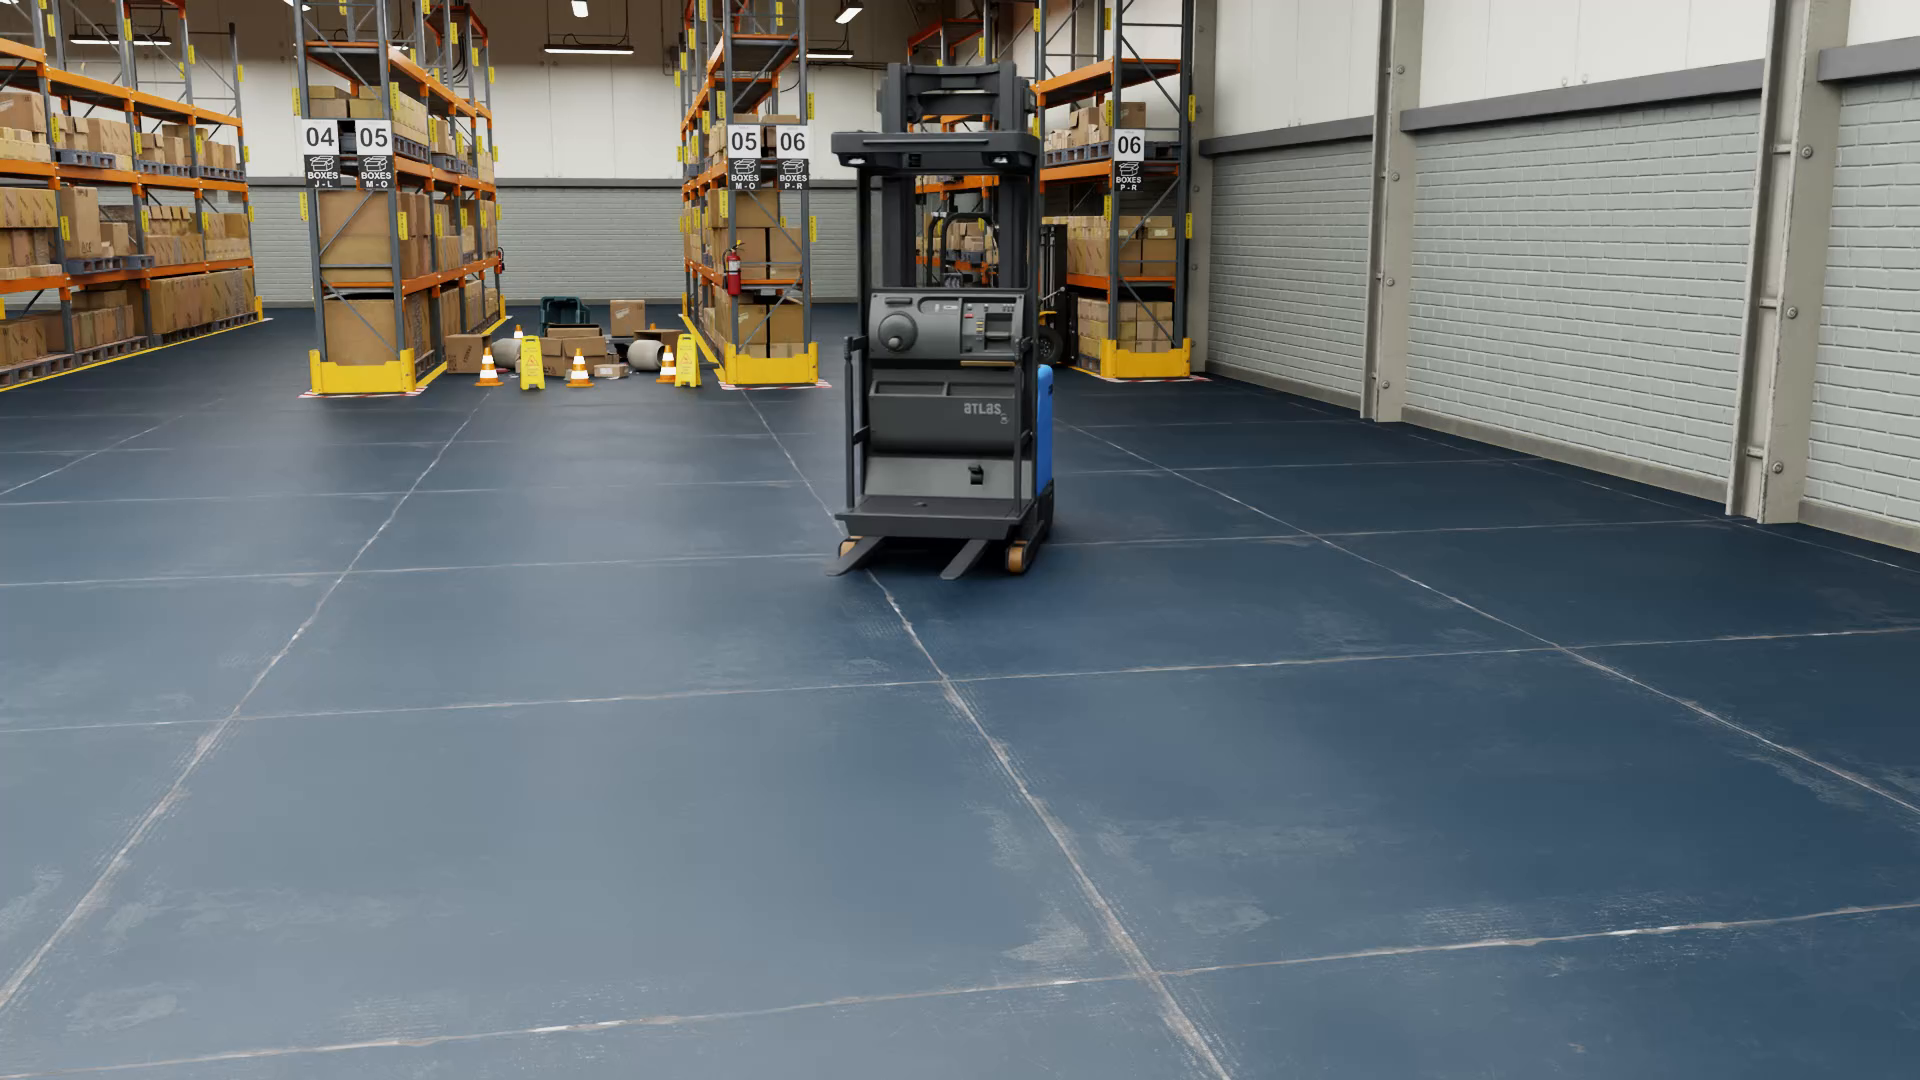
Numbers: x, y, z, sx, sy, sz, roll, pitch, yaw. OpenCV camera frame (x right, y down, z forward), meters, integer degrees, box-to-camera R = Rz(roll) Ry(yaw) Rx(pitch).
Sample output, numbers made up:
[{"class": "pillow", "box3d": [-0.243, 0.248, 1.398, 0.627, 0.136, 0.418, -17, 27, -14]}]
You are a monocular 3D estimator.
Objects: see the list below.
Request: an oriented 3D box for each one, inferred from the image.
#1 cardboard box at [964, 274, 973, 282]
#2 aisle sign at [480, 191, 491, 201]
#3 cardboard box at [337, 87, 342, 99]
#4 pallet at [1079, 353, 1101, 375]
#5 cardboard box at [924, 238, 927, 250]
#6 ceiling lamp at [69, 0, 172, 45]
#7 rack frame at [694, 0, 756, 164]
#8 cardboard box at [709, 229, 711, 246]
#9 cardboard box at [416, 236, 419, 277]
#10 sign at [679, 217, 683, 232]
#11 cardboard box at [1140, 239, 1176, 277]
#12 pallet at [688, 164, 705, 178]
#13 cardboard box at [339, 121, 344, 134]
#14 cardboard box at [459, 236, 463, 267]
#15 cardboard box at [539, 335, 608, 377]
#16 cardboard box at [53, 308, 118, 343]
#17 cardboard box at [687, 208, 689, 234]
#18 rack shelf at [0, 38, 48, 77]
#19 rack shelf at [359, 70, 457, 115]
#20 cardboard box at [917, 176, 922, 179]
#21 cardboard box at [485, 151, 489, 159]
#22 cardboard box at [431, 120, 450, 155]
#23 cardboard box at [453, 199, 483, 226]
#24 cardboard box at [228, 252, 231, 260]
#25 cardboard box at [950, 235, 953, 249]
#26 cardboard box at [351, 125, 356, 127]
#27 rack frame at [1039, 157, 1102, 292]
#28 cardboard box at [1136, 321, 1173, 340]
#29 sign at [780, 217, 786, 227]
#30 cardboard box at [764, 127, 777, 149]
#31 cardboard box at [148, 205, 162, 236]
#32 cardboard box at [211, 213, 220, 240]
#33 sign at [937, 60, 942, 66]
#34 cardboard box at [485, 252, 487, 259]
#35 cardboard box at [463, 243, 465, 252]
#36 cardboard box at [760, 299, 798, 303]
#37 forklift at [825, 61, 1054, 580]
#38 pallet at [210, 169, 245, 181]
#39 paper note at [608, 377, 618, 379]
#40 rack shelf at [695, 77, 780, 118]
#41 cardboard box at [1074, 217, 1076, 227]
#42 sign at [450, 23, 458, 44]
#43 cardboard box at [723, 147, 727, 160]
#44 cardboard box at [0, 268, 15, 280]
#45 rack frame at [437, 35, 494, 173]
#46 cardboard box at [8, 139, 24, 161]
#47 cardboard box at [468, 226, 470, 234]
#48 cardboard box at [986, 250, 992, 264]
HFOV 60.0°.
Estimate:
[{"class": "cardboard box", "box3d": [0.041, -5.189, 32.969, 0.380, 0.149, 0.250, -3, 11, -14]}, {"class": "aisle sign", "box3d": [-10.067, -7.523, 35.244, 0.394, 0.787, 0.004, -2, 11, -11]}, {"class": "cardboard box", "box3d": [-7.681, -5.379, 20.063, 0.380, 0.149, 0.250, -2, 11, -11]}, {"class": "pallet", "box3d": [2.279, -2.435, 22.927, 1.003, 0.211, 1.213, -2, 11, -11]}, {"class": "cardboard box", "box3d": [-0.499, -6.302, 35.390, 0.500, 0.250, 0.500, -2, 11, -13]}, {"class": "ceiling lamp", "box3d": [-18.143, -12.278, 35.524, 2.000, 3.185, 0.800, -2, 11, -11]}, {"class": "rack frame", "box3d": [-3.956, -7.900, 28.133, 1.000, 3.000, 0.127, -2, 11, -11]}, {"class": "cardboard box", "box3d": [-3.685, -4.883, 26.141, 0.500, 0.500, 0.500, -2, 11, -9]}, {"class": "cardboard box", "box3d": [-7.610, -3.730, 21.869, 0.875, 0.550, 0.500, -2, 11, -11]}, {"class": "sign", "box3d": [-6.057, -6.865, 36.214, 0.100, 0.325, 0.005, -2, 11, -11]}, {"class": "cardboard box", "box3d": [2.644, -3.816, 22.458, 0.500, 0.500, 0.500, -2, 11, -9]}, {"class": "pallet", "box3d": [-4.133, -6.449, 29.042, 1.213, 0.211, 1.003, -2, 11, -8]}, {"class": "cardboard box", "box3d": [-7.681, -4.987, 20.135, 0.380, 0.149, 0.250, -2, 11, -11]}, {"class": "cardboard box", "box3d": [-8.441, -4.730, 27.259, 0.500, 0.500, 0.500, -2, 11, -11]}, {"class": "cardboard box", "box3d": [-5.225, -2.489, 22.428, 0.637, 0.503, 0.797, 9, 14, 38]}, {"class": "cardboard box", "box3d": [-13.289, -3.253, 25.274, 0.700, 0.500, 0.500, -1, 11, -6]}, {"class": "cardboard box", "box3d": [-5.295, -6.489, 33.827, 0.500, 0.500, 0.500, -2, 11, -10]}, {"class": "rack shelf", "box3d": [-12.510, -6.084, 20.526, 1.077, 0.370, 4.000, -2, 11, -11]}, {"class": "rack shelf", "box3d": [-8.403, -6.784, 25.267, 1.077, 0.370, 4.000, -2, 11, -11]}, {"class": "cardboard box", "box3d": [-0.619, -7.869, 35.600, 0.500, 0.250, 0.500, -2, 11, -13]}, {"class": "cardboard box", "box3d": [-9.835, -7.872, 34.008, 0.380, 0.149, 0.250, -2, 11, -10]}, {"class": "cardboard box", "box3d": [-8.179, -6.223, 25.691, 0.500, 0.500, 0.500, -2, 11, -11]}, {"class": "cardboard box", "box3d": [-9.418, -6.266, 31.856, 0.500, 0.500, 0.500, -2, 11, -10]}, {"class": "cardboard box", "box3d": [-14.491, -5.555, 32.529, 0.380, 0.149, 0.250, -2, 11, -13]}, {"class": "cardboard box", "box3d": [0.028, -5.739, 32.062, 0.396, 0.266, 0.258, -2, 11, -8]}, {"class": "cardboard box", "box3d": [-7.798, -5.352, 20.984, 0.500, 0.250, 0.500, -2, 11, -11]}, {"class": "rack frame", "box3d": [1.690, -4.400, 25.792, 1.000, 3.000, 0.127, -2, 11, -11]}, {"class": "cardboard box", "box3d": [2.581, -2.861, 22.601, 0.500, 0.250, 0.500, -2, 11, -10]}, {"class": "sign", "box3d": [-2.647, -4.665, 24.870, 0.100, 0.325, 0.005, -2, 11, -11]}, {"class": "cardboard box", "box3d": [-2.236, -5.133, 21.226, 0.500, 0.250, 0.500, -2, 11, -12]}, {"class": "cardboard box", "box3d": [-13.927, -5.388, 28.034, 0.797, 0.503, 0.637, -2, 11, -10]}, {"class": "cardboard box", "box3d": [-14.385, -5.954, 31.558, 0.500, 0.500, 0.500, -2, 11, -11]}, {"class": "sign", "box3d": [-0.401, -9.296, 32.759, 0.100, 0.325, 0.005, -2, 11, -11]}, {"class": "cardboard box", "box3d": [-9.562, -5.618, 32.865, 0.380, 0.149, 0.250, -2, 11, -10]}, {"class": "cardboard box", "box3d": [-8.894, -5.123, 29.139, 0.380, 0.149, 0.250, -2, 11, -9]}, {"class": "cardboard box", "box3d": [-2.486, -3.060, 22.974, 0.500, 0.500, 0.500, -2, 11, -10]}, {"class": "forklift", "box3d": [-0.113, -1.312, 9.749, 1.130, 2.935, 3.031, 2, 11, 9]}, {"class": "pallet", "box3d": [-15.078, -7.354, 33.525, 1.003, 0.211, 1.213, -2, 11, -11]}, {"class": "paper note", "box3d": [-4.536, -2.128, 21.793, 0.148, 0.019, 0.142, -6, 13, -31]}, {"class": "rack shelf", "box3d": [-3.567, -6.983, 26.311, 1.077, 0.370, 4.000, -2, 11, -11]}, {"class": "cardboard box", "box3d": [1.856, -4.566, 23.867, 0.380, 0.149, 0.250, -2, 11, -11]}, {"class": "sign", "box3d": [-8.248, -8.259, 27.097, 0.100, 0.325, 0.005, -2, 11, -11]}, {"class": "cardboard box", "box3d": [-2.824, -4.935, 21.252, 0.380, 0.149, 0.250, -2, 11, -11]}, {"class": "cardboard box", "box3d": [-12.139, -3.341, 20.899, 0.380, 0.149, 0.250, -2, 11, -11]}, {"class": "rack frame", "box3d": [-10.348, -9.168, 34.799, 1.000, 3.000, 0.127, -2, 11, -11]}, {"class": "cardboard box", "box3d": [-12.358, -4.995, 21.295, 0.500, 0.250, 0.500, -2, 11, -11]}, {"class": "cardboard box", "box3d": [-9.147, -5.651, 30.323, 0.380, 0.149, 0.250, -2, 11, -11]}, {"class": "cardboard box", "box3d": [0.759, -4.970, 29.186, 0.500, 0.250, 0.500, -2, 11, -11]}]
